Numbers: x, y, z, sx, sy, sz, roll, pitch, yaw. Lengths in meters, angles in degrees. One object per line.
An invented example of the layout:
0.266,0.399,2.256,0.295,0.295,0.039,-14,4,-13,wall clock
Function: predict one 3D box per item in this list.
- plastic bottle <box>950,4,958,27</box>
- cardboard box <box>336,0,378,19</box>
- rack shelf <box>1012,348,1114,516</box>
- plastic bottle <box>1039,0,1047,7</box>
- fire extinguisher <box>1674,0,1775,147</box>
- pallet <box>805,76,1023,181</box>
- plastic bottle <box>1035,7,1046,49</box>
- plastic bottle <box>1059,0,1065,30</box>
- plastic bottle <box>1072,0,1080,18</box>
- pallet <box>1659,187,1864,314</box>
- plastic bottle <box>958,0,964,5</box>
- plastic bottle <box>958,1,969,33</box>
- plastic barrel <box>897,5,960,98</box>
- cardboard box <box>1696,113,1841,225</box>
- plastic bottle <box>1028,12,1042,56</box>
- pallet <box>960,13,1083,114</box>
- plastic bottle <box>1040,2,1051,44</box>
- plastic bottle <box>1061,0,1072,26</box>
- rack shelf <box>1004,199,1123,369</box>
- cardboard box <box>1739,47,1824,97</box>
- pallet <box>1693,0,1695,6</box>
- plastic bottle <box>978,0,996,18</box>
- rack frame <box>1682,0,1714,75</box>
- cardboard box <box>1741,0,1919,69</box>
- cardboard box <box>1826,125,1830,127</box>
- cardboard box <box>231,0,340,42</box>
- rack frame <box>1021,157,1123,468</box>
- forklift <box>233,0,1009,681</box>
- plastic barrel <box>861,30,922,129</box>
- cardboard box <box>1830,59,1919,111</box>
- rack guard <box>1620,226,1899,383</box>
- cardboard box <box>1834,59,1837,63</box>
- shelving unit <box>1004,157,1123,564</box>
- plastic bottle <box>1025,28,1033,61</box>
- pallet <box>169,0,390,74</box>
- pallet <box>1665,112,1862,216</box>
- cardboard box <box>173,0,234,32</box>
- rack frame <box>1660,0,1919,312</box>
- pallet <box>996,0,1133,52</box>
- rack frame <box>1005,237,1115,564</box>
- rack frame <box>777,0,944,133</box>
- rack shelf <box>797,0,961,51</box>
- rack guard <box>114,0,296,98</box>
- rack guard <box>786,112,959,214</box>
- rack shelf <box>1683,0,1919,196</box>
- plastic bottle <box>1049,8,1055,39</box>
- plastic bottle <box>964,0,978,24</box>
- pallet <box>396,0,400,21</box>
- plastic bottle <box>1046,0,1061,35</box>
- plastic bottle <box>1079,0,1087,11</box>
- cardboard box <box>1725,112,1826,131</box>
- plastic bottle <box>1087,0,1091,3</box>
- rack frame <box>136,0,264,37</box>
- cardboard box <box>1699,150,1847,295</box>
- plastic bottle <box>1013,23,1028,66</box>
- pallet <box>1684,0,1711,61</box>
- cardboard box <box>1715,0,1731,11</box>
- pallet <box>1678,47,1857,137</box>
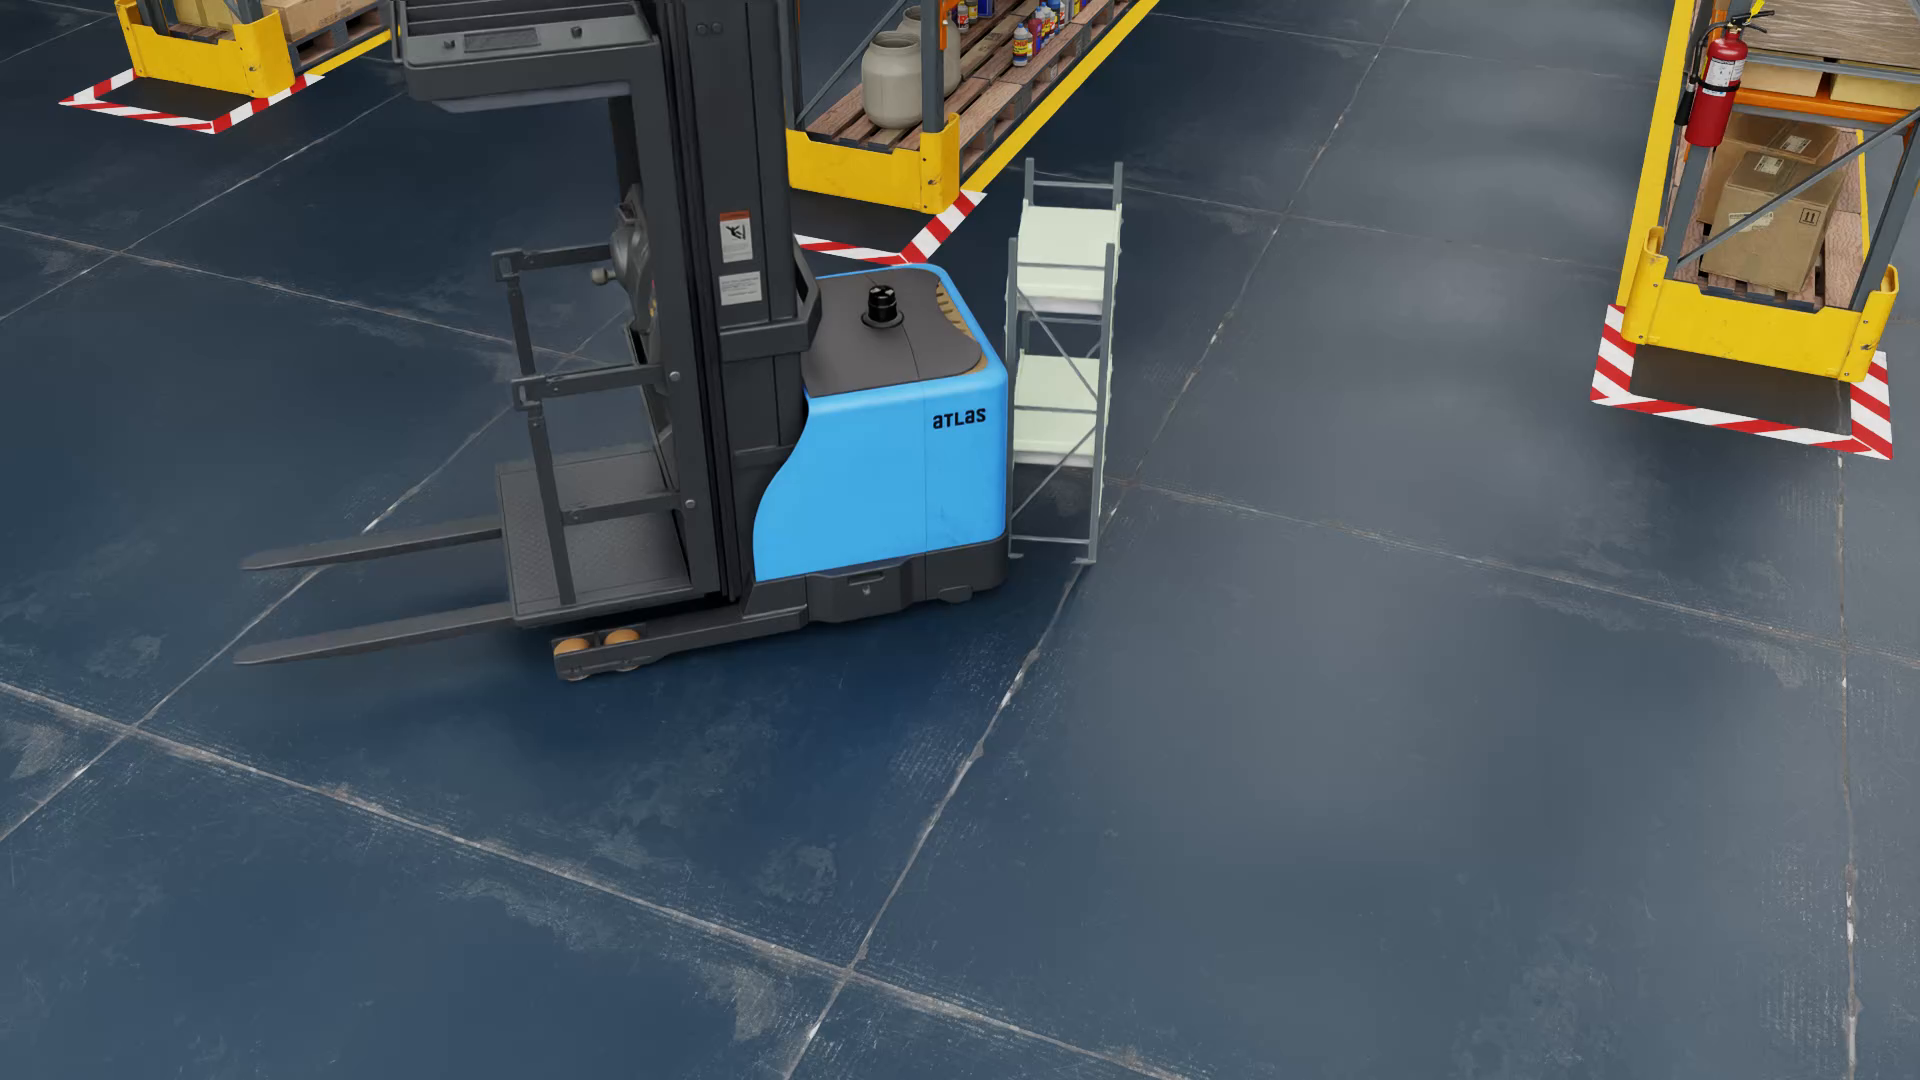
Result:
-0.063,-3.603,11.467,0.061,0.283,0.133,14,39,18,plastic bottle
-4.559,-4.010,12.056,0.500,0.250,0.500,14,39,18,cardboard box
0.426,-0.477,7.180,0.431,0.370,0.720,4,37,5,rack shelf
0.607,-3.819,11.756,0.061,0.283,0.133,14,39,18,plastic bottle
3.534,-2.171,7.714,0.296,0.674,0.183,14,39,18,fire extinguisher
-0.277,-2.673,10.650,1.003,0.211,1.213,14,39,18,pallet
0.532,-3.495,11.332,0.097,0.271,0.097,0,37,0,plastic bottle
0.686,-3.691,11.652,0.097,0.201,0.097,0,37,0,plastic bottle
0.771,-3.912,11.823,0.144,0.351,0.185,14,39,17,plastic bottle
4.375,-1.528,9.117,1.003,0.211,1.213,14,39,18,pallet
-0.050,-3.824,11.705,0.144,0.351,0.185,15,39,20,plastic bottle
0.014,-3.653,11.602,0.097,0.201,0.097,0,37,0,plastic bottle
-0.206,-3.120,10.646,0.421,0.512,0.421,0,37,0,plastic barrel
4.453,-2.008,9.169,0.500,0.500,0.500,25,43,29,cardboard box
0.505,-3.431,11.236,0.061,0.283,0.133,14,39,18,plastic bottle
0.189,-3.347,11.551,1.003,0.211,1.213,14,39,18,pallet
0.570,-3.550,11.406,0.097,0.271,0.097,0,37,0,plastic bottle
0.706,-3.792,11.726,0.152,0.276,0.135,15,39,19,plastic bottle
0.426,-1.051,6.751,0.431,0.370,0.720,4,37,5,rack shelf
3.922,-2.265,7.985,0.380,0.149,0.250,14,39,18,cardboard box
6.284,-4.368,12.917,1.003,0.211,1.213,14,39,18,pallet
0.168,-3.877,11.839,0.152,0.276,0.135,14,39,18,plastic bottle
5.526,-4.375,10.598,1.000,3.000,0.127,14,39,18,rack frame
4.239,-2.618,7.915,0.875,0.500,0.500,14,39,18,cardboard box
4.962,-2.649,10.026,0.500,0.500,0.500,11,38,14,cardboard box
-4.746,-3.732,11.684,0.500,0.250,0.500,14,39,18,cardboard box
0.469,-0.956,7.276,0.400,1.500,0.023,4,37,5,rack frame
-1.376,-0.978,6.110,3.031,2.935,1.130,-10,38,-13,forklift
-0.397,-2.842,10.275,0.421,0.512,0.421,0,37,0,plastic barrel
4.333,-2.164,7.849,0.380,0.149,0.250,14,39,18,cardboard box
4.033,-1.202,8.440,1.175,0.500,0.348,14,39,18,rack guard
4.446,-2.298,8.028,0.380,0.149,0.250,14,39,18,cardboard box
0.426,-0.738,6.985,0.431,1.500,0.755,4,37,5,shelving unit
0.441,-3.334,11.176,0.097,0.201,0.097,0,37,0,plastic bottle
-4.903,-3.735,12.071,1.003,0.211,1.213,14,39,18,pallet
4.841,-2.201,10.018,1.003,0.211,1.213,14,39,18,pallet
-5.225,-3.850,11.842,0.500,0.250,0.500,14,39,18,cardboard box
4.004,-2.161,7.635,1.000,3.000,0.127,14,39,18,rack frame
0.652,-4.024,12.458,1.003,0.211,1.213,14,39,18,pallet
0.383,-0.520,6.694,0.400,1.500,0.023,4,37,5,rack frame
-0.576,-3.289,9.145,1.000,3.000,0.127,14,39,18,rack frame
0.185,-4.108,10.842,1.077,0.370,4.000,14,39,18,rack shelf
-5.165,-3.405,11.388,1.175,0.500,0.348,14,39,18,rack guard
-0.591,-2.341,9.964,1.175,0.500,0.348,14,39,18,rack guard
4.765,-2.980,9.332,1.077,0.370,4.000,14,39,18,rack shelf
0.608,-3.577,11.500,0.097,0.201,0.097,0,37,0,plastic bottle
0.079,-3.760,11.745,0.097,0.201,0.097,0,37,0,plastic bottle
-4.438,-4.409,12.972,1.003,0.211,1.213,14,39,18,pallet
0.647,-3.663,11.556,0.097,0.271,0.097,0,37,0,plastic bottle
0.871,-3.964,11.949,0.061,0.283,0.133,16,40,21,plastic bottle
4.709,-2.351,9.627,0.500,0.500,0.500,18,40,22,cardboard box
0.894,-4.090,12.062,0.144,0.351,0.185,12,38,15,plastic bottle
-5.156,-4.419,10.657,1.000,3.000,0.127,14,39,18,rack frame
4.257,-1.670,8.715,0.500,0.500,0.500,21,42,26,cardboard box
0.402,-3.305,11.078,0.097,0.271,0.097,0,37,0,plastic bottle
5.821,-3.690,12.010,1.003,0.211,1.213,14,39,18,pallet
4.318,-2.922,8.322,0.875,0.500,0.500,14,39,18,cardboard box
5.303,-2.879,10.925,1.003,0.211,1.213,14,39,18,pallet
